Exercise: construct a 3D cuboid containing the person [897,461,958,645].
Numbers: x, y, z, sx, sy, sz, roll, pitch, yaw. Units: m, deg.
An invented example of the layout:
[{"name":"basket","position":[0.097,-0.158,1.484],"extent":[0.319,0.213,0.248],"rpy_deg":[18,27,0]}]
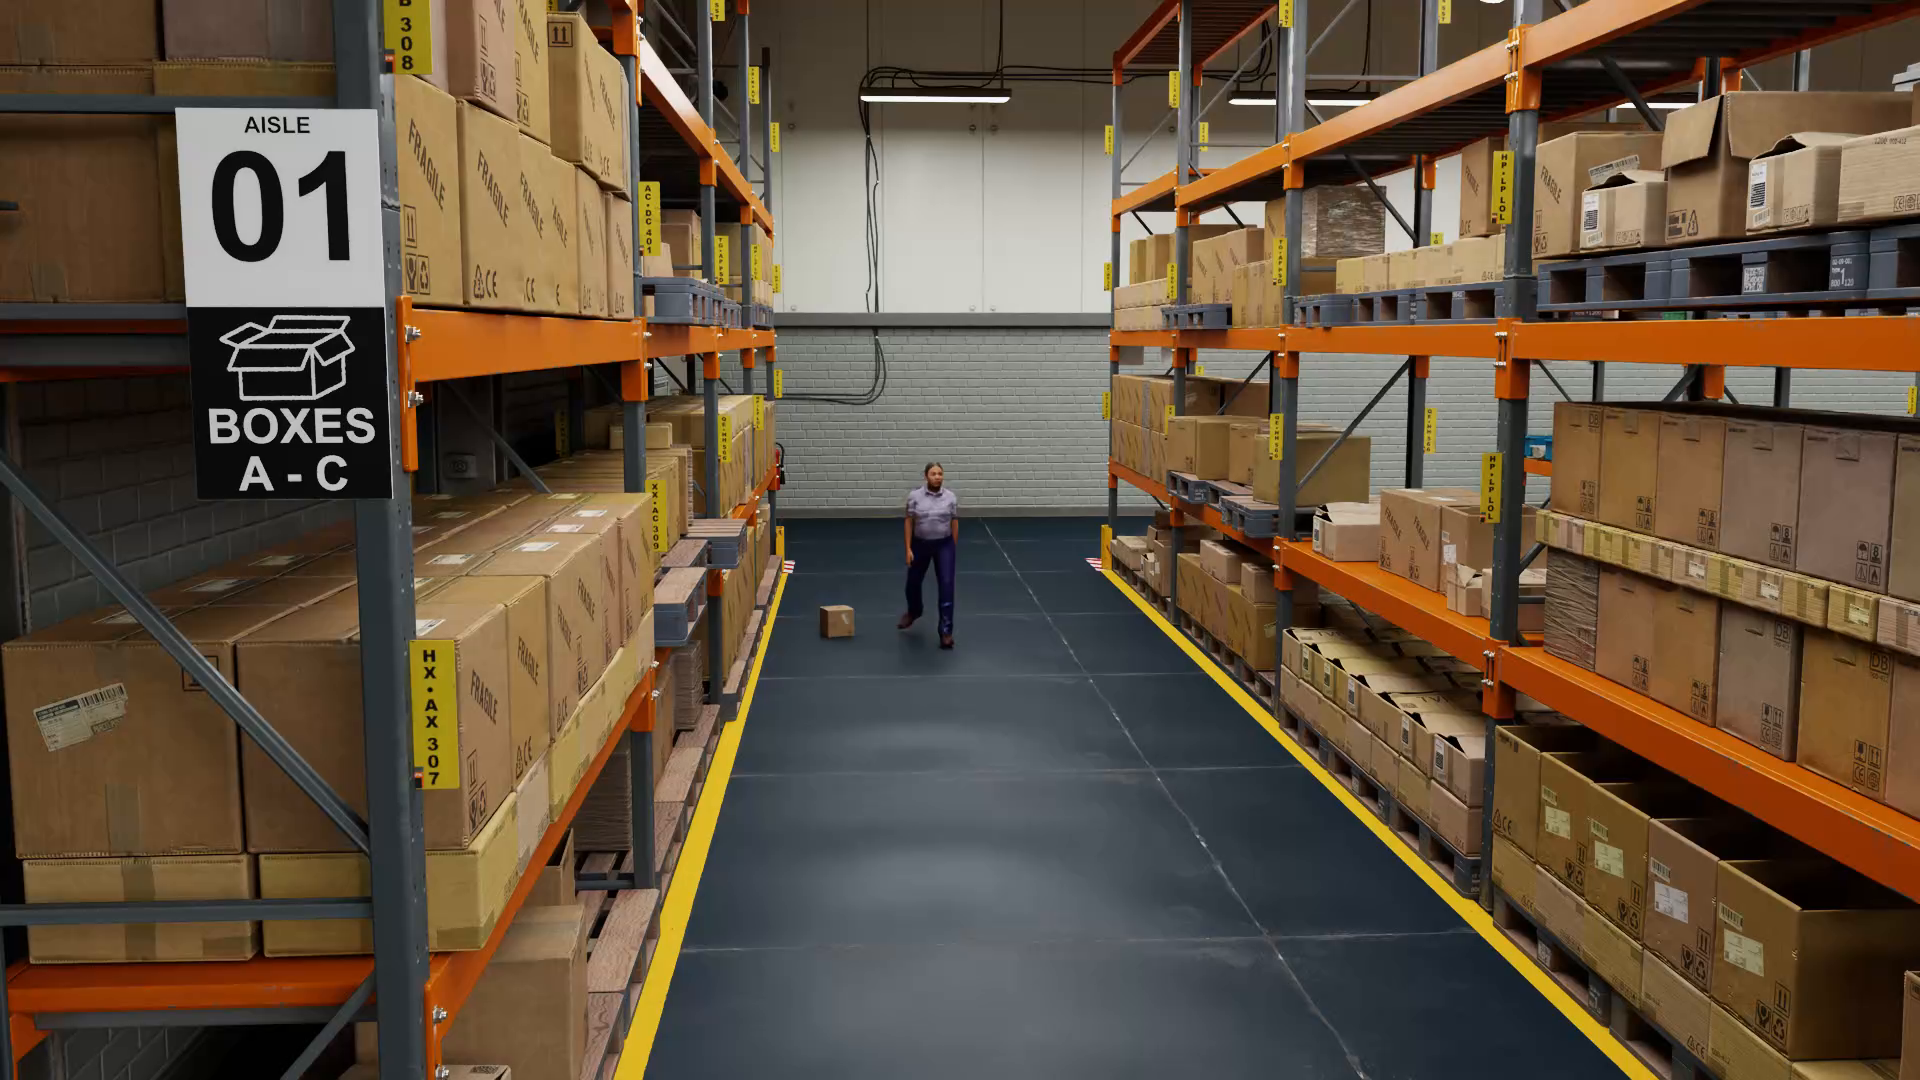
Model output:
[{"name":"person","position":[-0.292,0.096,14.997],"extent":[0.552,1.610,0.843],"rpy_deg":[0,7,-2]}]
